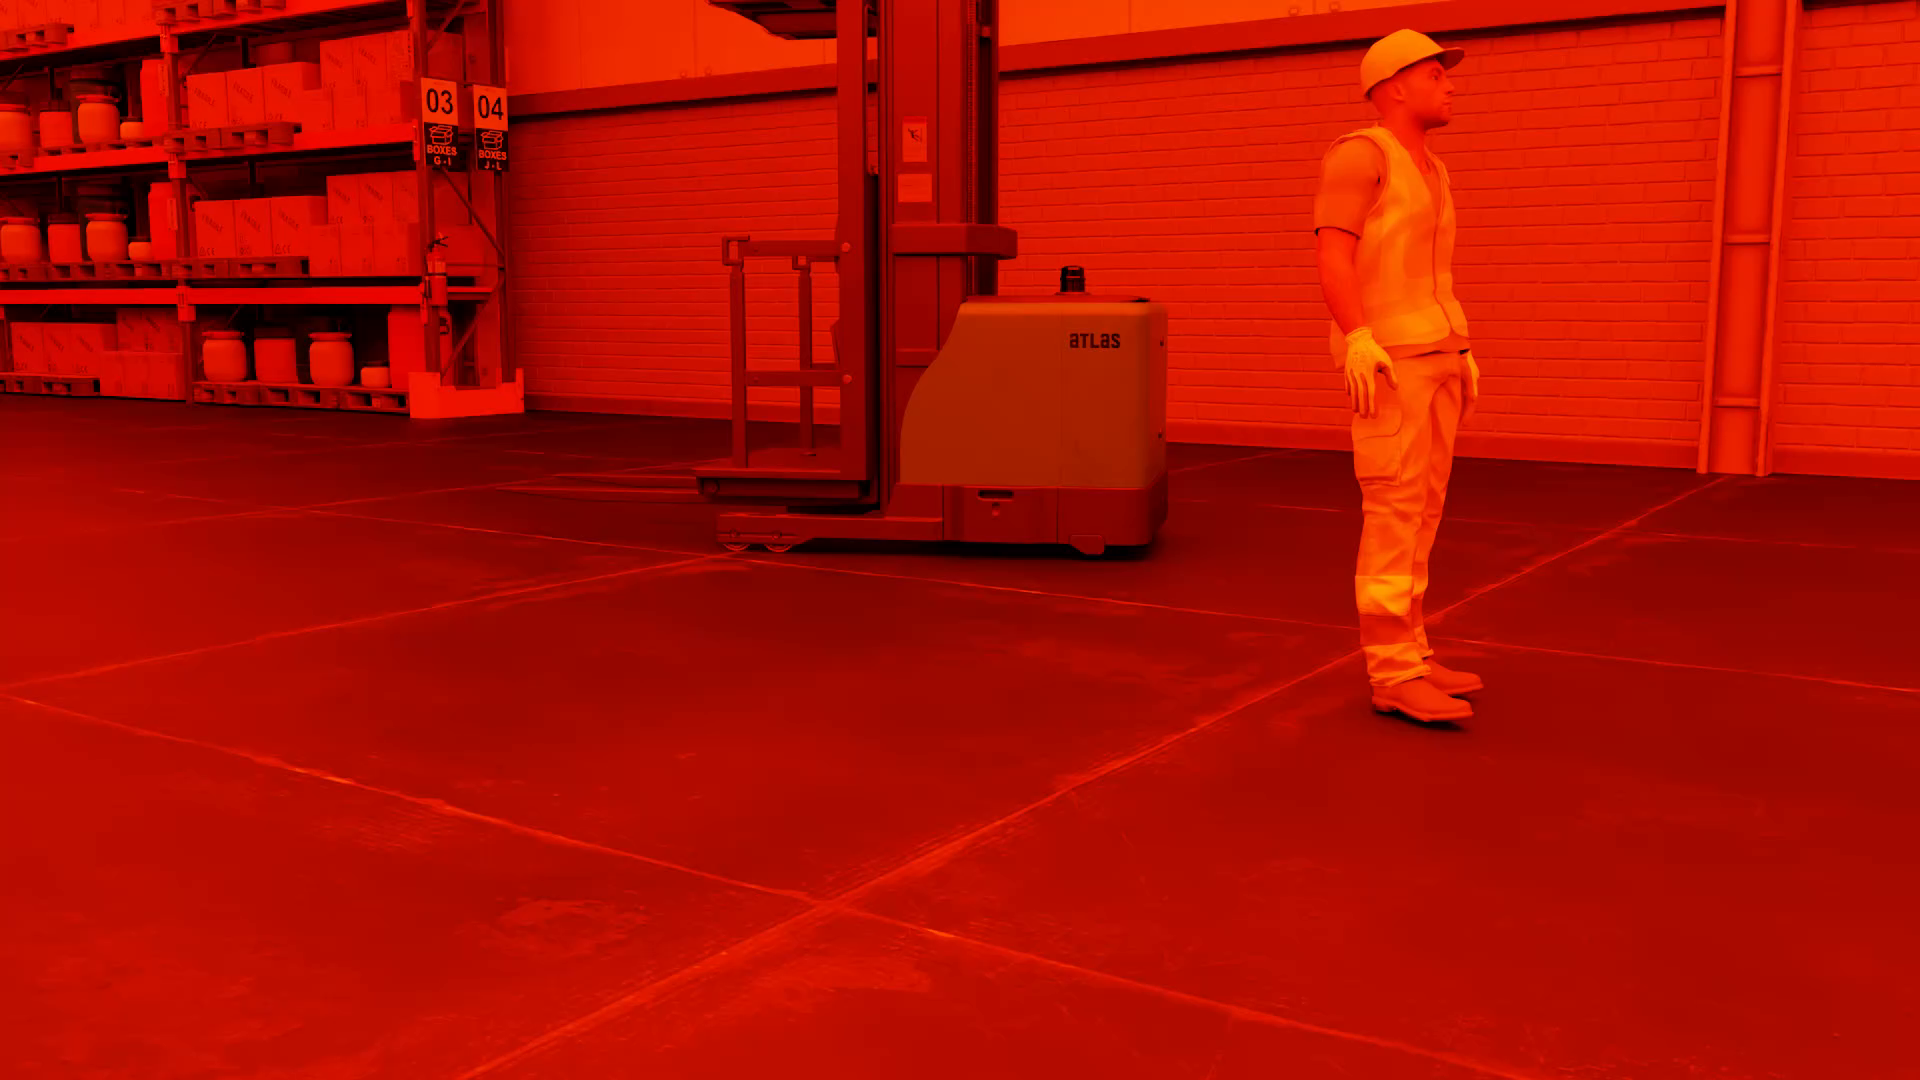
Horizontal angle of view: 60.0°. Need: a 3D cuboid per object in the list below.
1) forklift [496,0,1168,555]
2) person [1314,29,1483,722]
[{"bbox_3d":[-0.596,-1.469,7.520,3.031,2.935,1.130,2,8,12],"label":"forklift"},{"bbox_3d":[1.252,-0.462,4.445,0.564,1.787,0.637,7,11,42],"label":"person"}]
